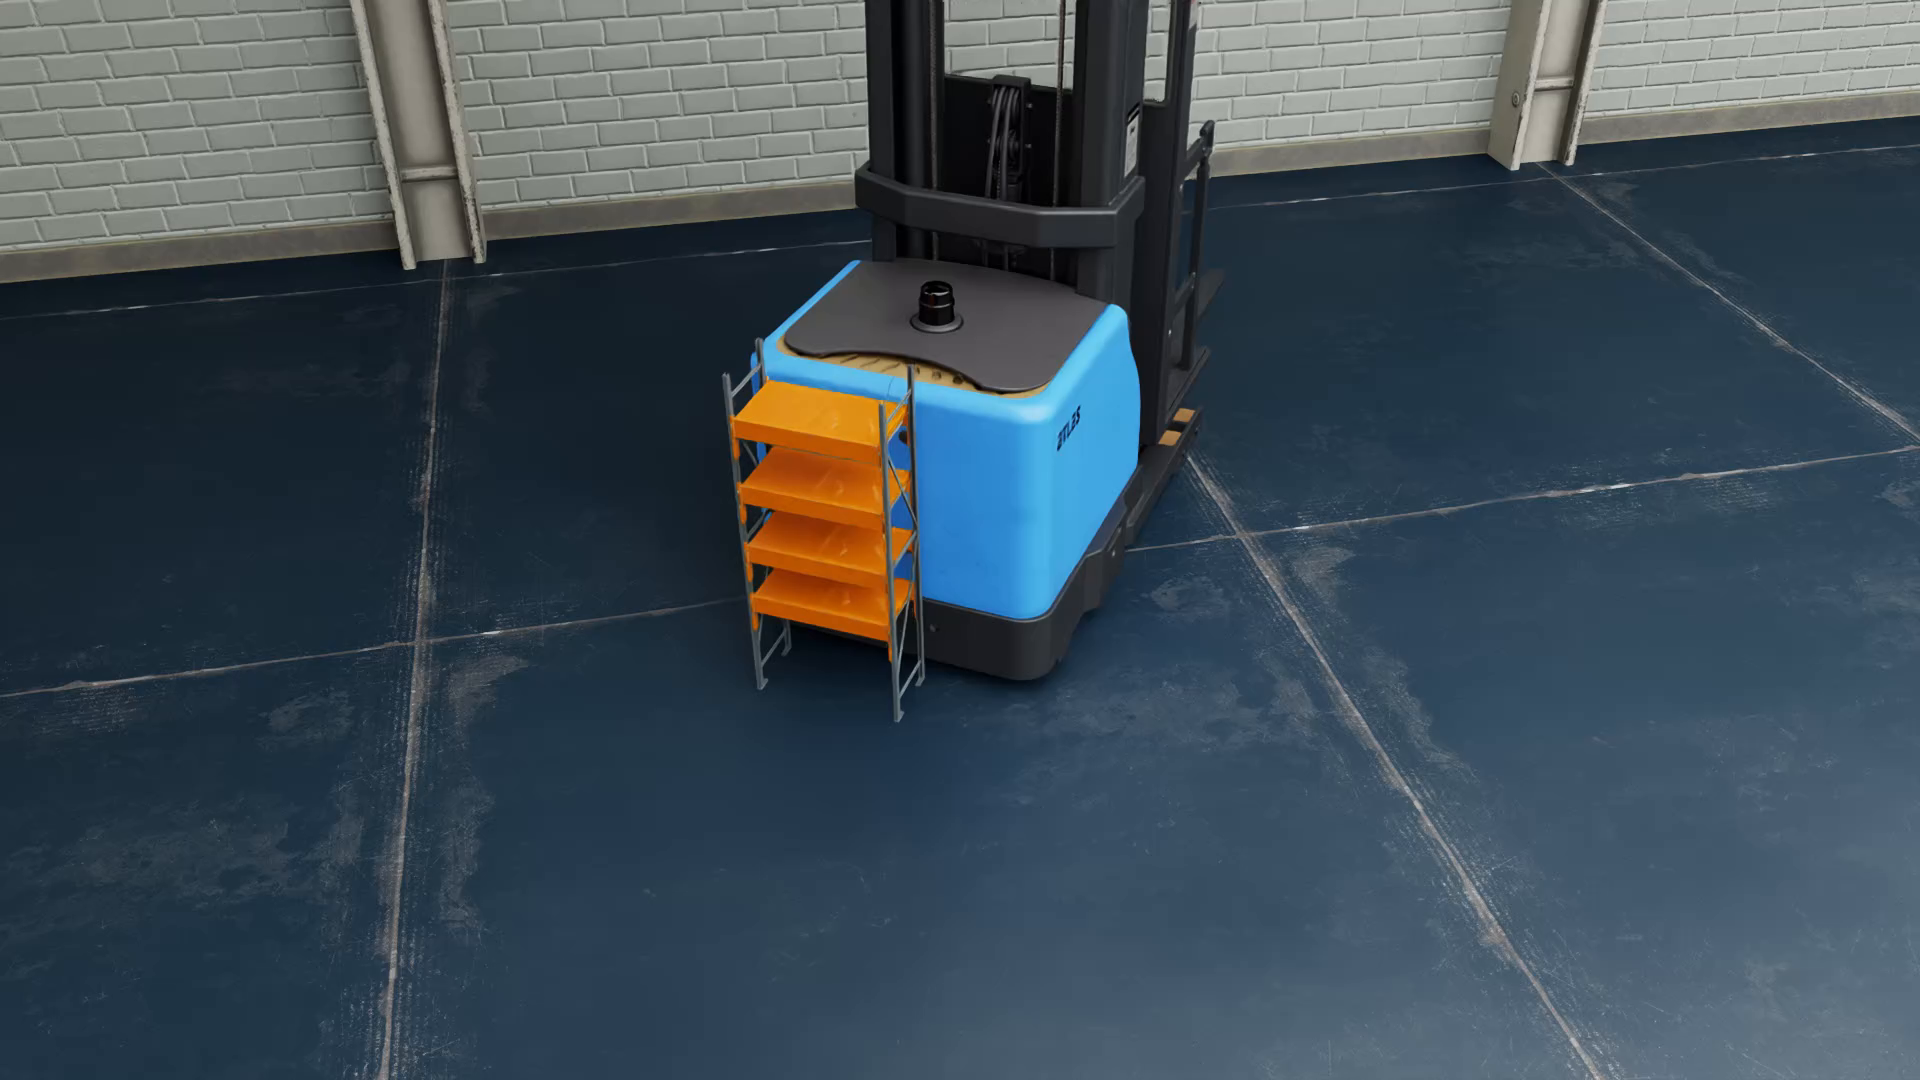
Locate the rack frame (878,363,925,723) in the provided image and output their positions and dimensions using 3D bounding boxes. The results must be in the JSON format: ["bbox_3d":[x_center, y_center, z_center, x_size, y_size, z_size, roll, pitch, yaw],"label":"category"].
[{"bbox_3d":[-0.174,0.038,5.106,0.015,1.200,0.240,12,38,17],"label":"rack frame"}]

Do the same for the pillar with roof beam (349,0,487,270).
[{"bbox_3d":[-1.651,-2.845,2.414,0.400,9.000,9.100,-7,35,-11],"label":"pillar with roof beam"}]

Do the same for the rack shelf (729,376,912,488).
[{"bbox_3d":[-0.408,-0.326,4.945,0.480,0.148,0.258,12,38,17],"label":"rack shelf"}]

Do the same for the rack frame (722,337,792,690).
[{"bbox_3d":[-0.632,-0.055,5.246,0.015,1.200,0.240,12,38,17],"label":"rack frame"}]

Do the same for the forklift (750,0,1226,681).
[{"bbox_3d":[0.347,-1.570,5.960,1.130,2.935,3.031,13,36,18],"label":"forklift"}]

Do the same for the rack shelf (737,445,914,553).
[{"bbox_3d":[-0.405,-0.135,5.084,0.480,0.148,0.258,12,38,17],"label":"rack shelf"}]

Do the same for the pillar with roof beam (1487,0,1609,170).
[{"bbox_3d":[4.201,-3.583,3.513,0.400,9.000,9.100,-7,35,-11],"label":"pillar with roof beam"}]

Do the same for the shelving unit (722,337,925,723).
[{"bbox_3d":[-0.403,-0.008,5.176,0.503,1.200,0.258,12,38,17],"label":"shelving unit"}]

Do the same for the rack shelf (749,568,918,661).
[{"bbox_3d":[-0.399,0.206,5.333,0.480,0.148,0.258,12,38,17],"label":"rack shelf"}]

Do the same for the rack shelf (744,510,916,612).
[{"bbox_3d":[-0.402,0.046,5.216,0.480,0.148,0.258,12,38,17],"label":"rack shelf"}]
